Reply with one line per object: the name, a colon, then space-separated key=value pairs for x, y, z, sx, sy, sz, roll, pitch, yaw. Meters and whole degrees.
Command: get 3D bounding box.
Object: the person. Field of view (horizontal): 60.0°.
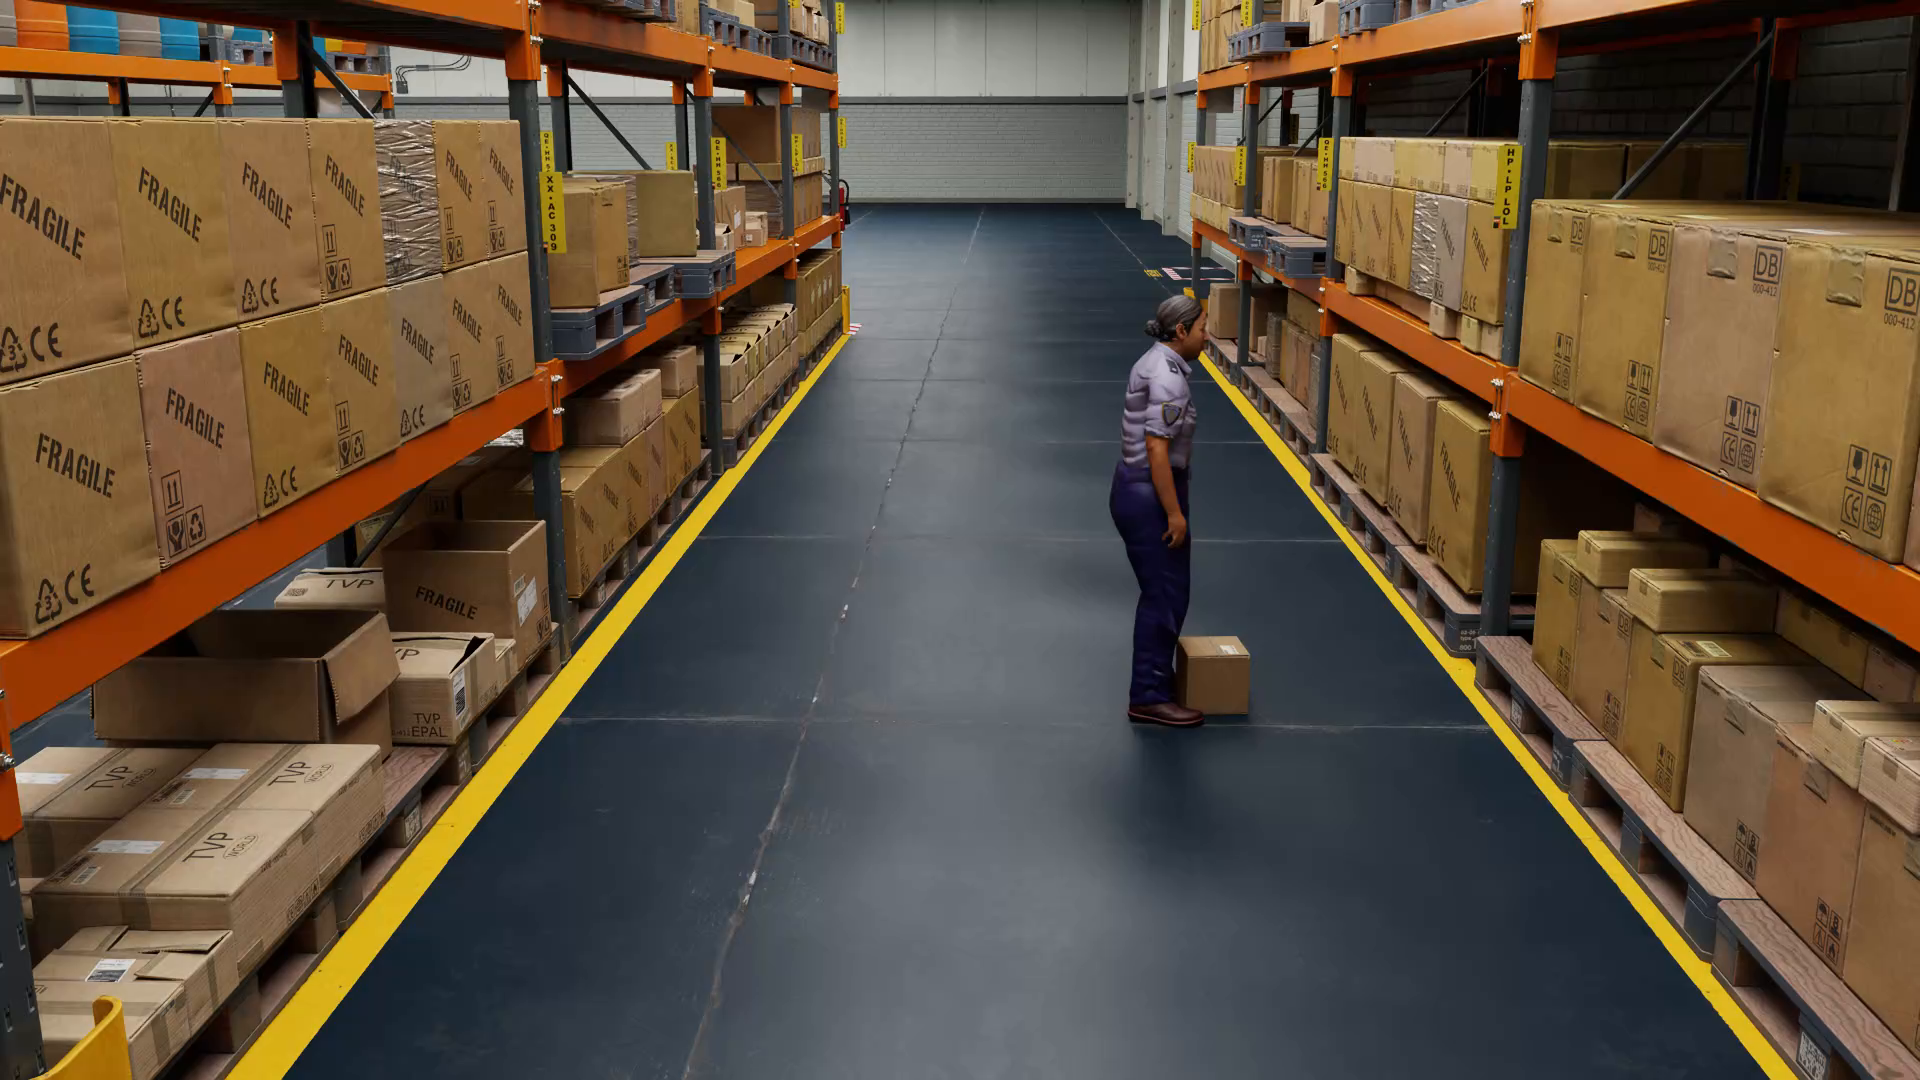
person: x=0.805 y=-0.134 z=6.551 sx=0.416 sy=1.652 sz=0.553 roll=0 pitch=14 yaw=0
